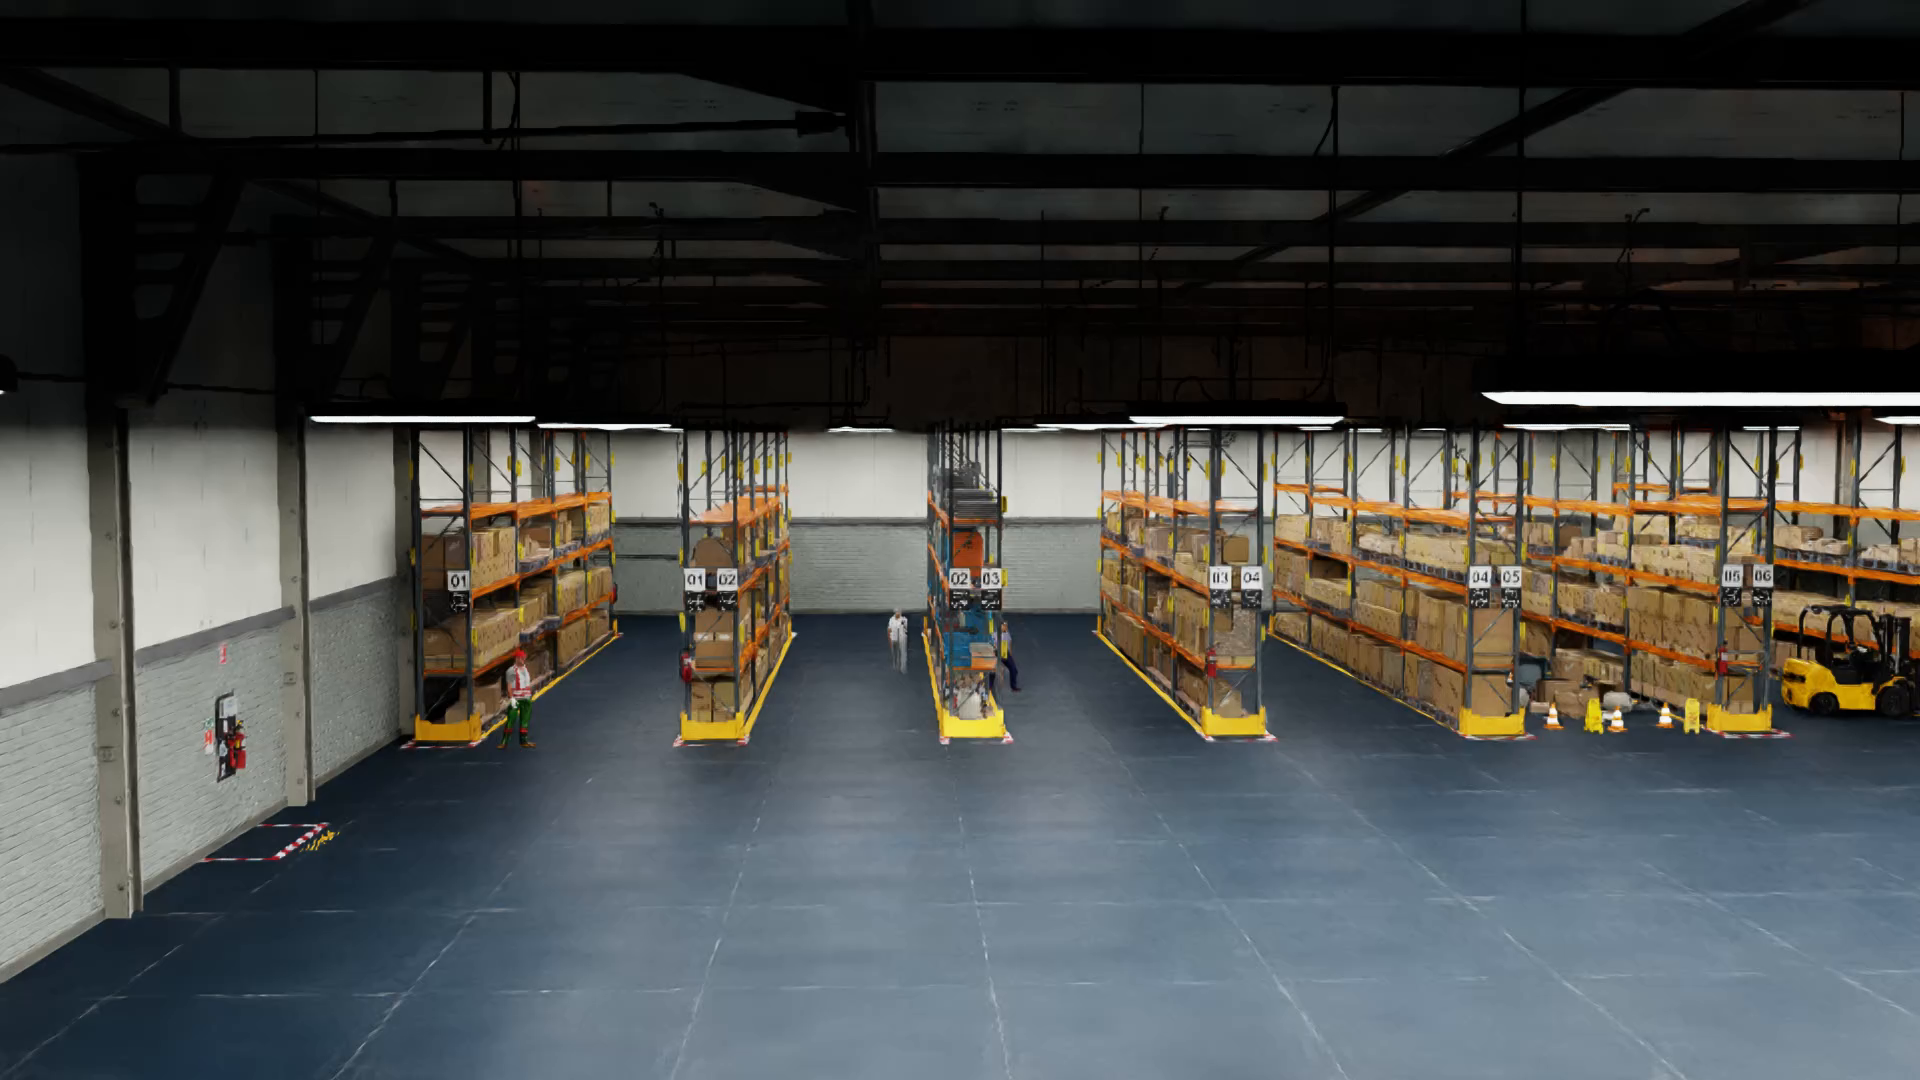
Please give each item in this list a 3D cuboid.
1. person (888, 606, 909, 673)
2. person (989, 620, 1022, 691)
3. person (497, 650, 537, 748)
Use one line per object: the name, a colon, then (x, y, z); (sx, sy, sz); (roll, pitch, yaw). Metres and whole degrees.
person: (-1.478, 2.366, 39.795); (0.499, 1.578, 1.078); (0, 4, 1)
person: (0.948, 2.559, 36.974); (0.655, 1.591, 0.768); (-2, 4, -23)
person: (-8.091, 2.894, 30.264); (0.471, 1.790, 0.692); (3, 4, 35)
